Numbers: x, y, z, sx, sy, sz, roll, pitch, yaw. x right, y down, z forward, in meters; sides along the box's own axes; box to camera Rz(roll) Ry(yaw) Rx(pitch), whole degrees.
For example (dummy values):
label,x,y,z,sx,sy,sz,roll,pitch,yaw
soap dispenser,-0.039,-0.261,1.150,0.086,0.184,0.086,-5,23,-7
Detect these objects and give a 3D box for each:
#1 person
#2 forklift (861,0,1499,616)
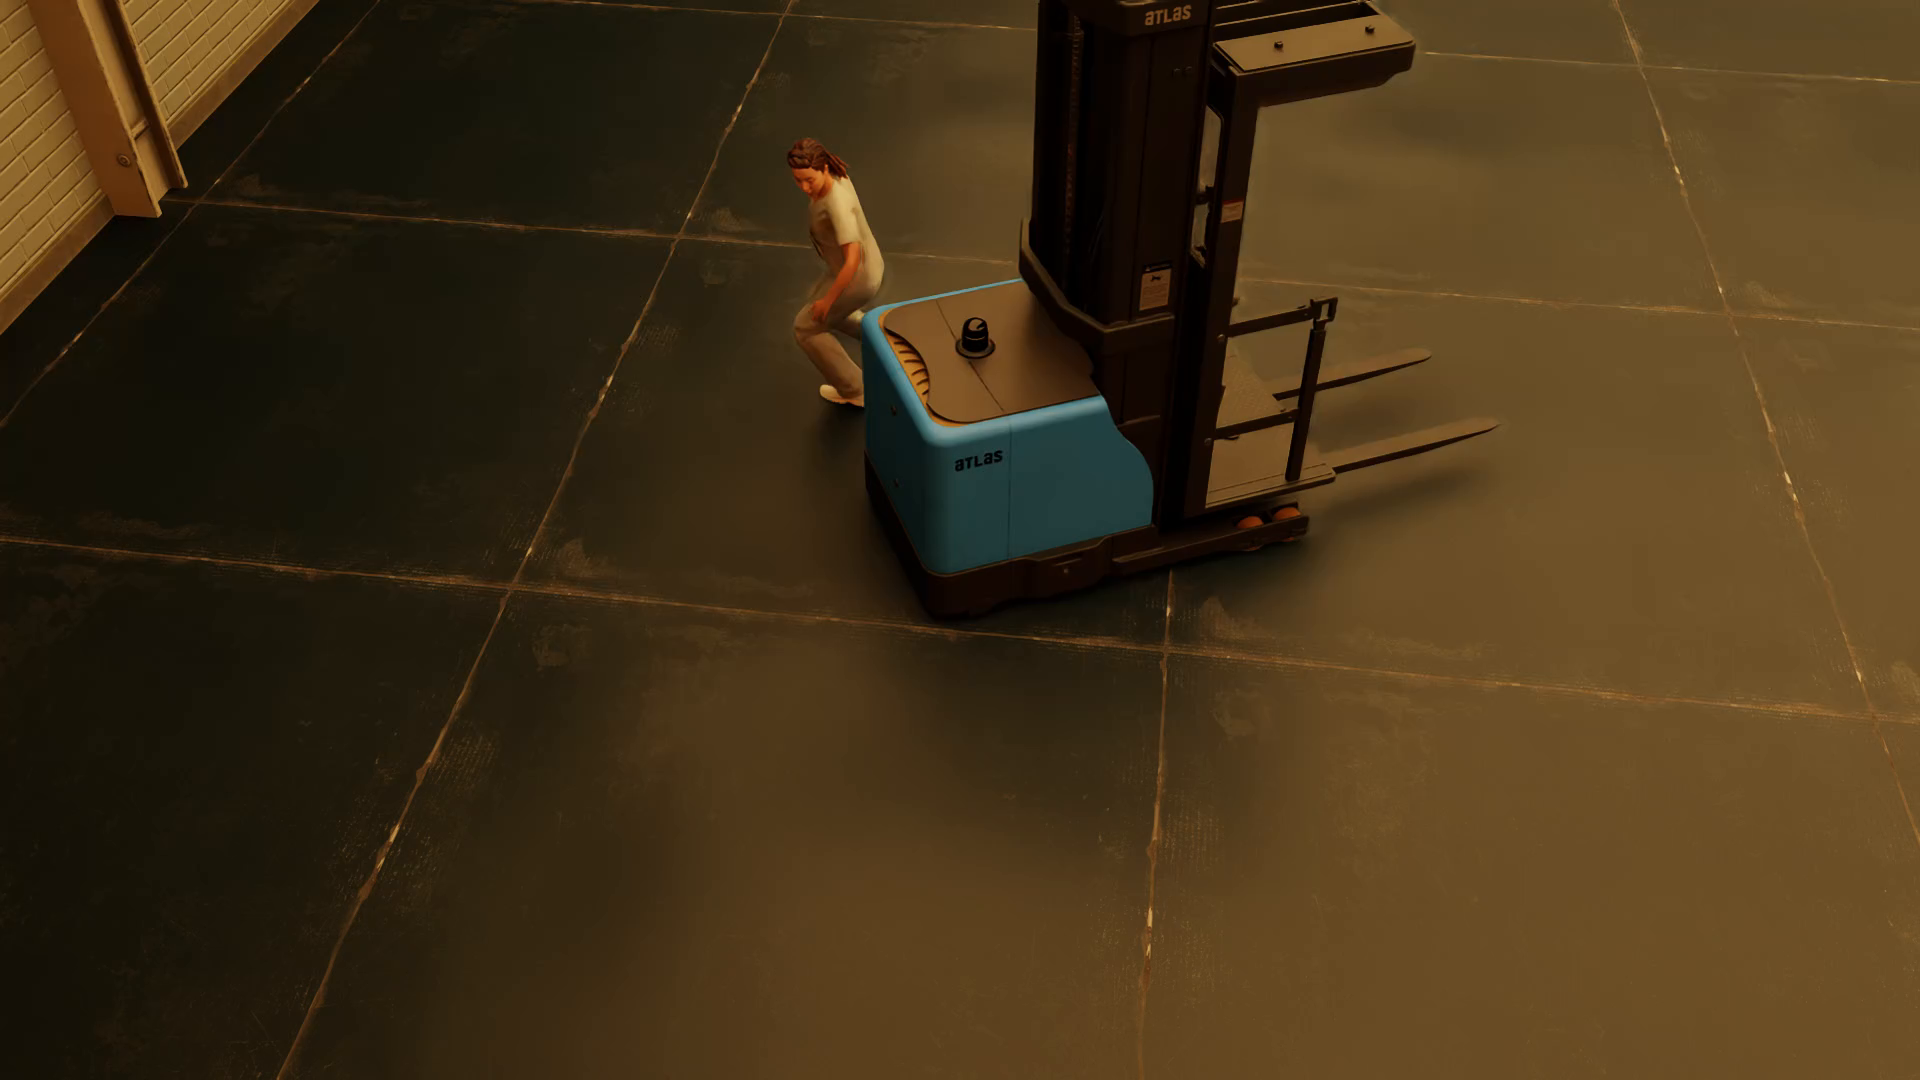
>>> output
label,x,y,z,sx,sy,sz,roll,pitch,yaw
person,-0.561,-1.364,8.298,0.570,1.483,0.806,1,43,1
forklift,1.115,-1.350,7.194,3.031,2.935,1.130,-14,44,-14
